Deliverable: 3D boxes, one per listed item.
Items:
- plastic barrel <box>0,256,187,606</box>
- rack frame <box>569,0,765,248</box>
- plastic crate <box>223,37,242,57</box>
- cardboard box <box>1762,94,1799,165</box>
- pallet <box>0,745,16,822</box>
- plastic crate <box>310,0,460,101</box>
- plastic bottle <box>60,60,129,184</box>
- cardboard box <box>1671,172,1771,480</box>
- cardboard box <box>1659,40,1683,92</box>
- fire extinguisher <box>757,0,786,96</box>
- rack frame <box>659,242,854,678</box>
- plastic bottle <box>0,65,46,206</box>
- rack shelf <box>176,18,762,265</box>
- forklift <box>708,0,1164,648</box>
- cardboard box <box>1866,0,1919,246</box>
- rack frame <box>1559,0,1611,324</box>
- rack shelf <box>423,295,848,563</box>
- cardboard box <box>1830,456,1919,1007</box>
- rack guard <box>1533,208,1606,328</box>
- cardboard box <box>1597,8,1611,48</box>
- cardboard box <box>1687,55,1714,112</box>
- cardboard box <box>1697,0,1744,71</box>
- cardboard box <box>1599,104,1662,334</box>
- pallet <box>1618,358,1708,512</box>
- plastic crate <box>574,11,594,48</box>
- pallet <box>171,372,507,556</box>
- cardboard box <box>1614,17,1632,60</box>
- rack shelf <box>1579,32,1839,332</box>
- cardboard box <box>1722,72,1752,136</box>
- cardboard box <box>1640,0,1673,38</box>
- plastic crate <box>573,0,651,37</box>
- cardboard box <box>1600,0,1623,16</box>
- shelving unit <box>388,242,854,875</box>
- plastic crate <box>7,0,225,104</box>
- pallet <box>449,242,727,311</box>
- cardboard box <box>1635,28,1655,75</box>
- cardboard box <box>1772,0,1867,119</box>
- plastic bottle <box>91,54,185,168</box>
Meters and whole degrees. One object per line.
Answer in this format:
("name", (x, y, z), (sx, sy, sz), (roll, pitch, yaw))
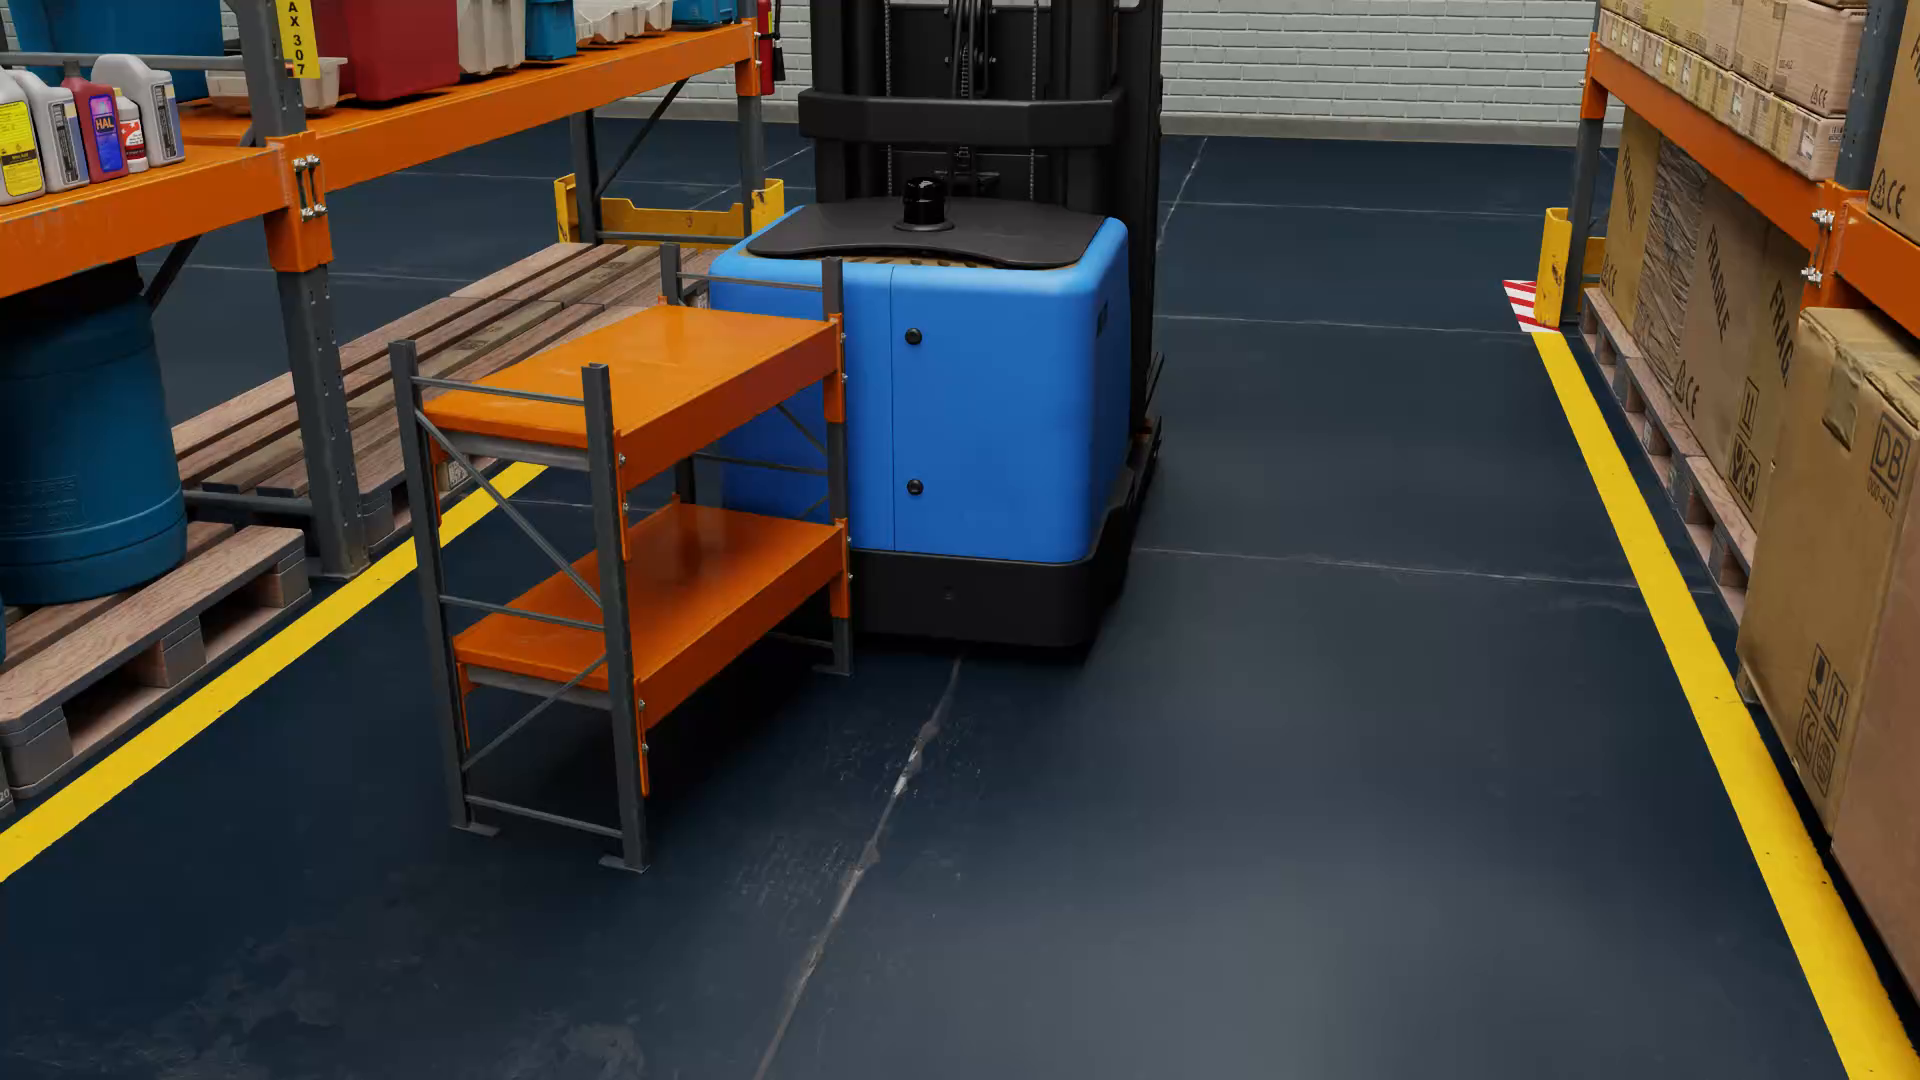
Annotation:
("plastic barrel", (-2.452, -0.347, 4.446), (0.600, 0.901, 0.708), (4, 22, 11))
("rack frame", (-1.508, -2.786, 8.255), (1.000, 3.000, 0.127), (4, 22, 11))
("plastic crate", (-2.359, -1.653, 5.731), (0.437, 0.125, 0.590), (4, 22, 11))
("cardboard box", (2.318, -1.060, 4.306), (0.380, 0.149, 0.250), (5, 22, 12))
("pallet", (-2.769, 0.697, 3.340), (1.003, 0.211, 1.213), (4, 22, 11))
("plastic crate", (-1.897, -1.688, 5.363), (0.402, 0.464, 0.583), (4, 22, 11))
("plastic bottle", (-2.091, -1.012, 4.007), (0.061, 0.283, 0.133), (4, 22, 11))
("cardboard box", (2.921, -0.719, 5.406), (0.875, 0.875, 0.875), (4, 22, 11))
("cardboard box", (2.633, -1.624, 5.708), (0.380, 0.149, 0.250), (4, 22, 10))
("fire extinguisher", (-1.032, -2.597, 8.390), (0.296, 0.674, 0.183), (4, 22, 11))
("rack frame", (-0.523, -0.195, 4.332), (0.500, 1.125, 0.032), (9, 24, 21))
("plastic bottle", (-2.191, -0.939, 3.736), (0.144, 0.351, 0.185), (4, 22, 11))
("rack shelf", (-1.916, -1.721, 6.574), (1.077, 0.370, 4.000), (4, 22, 11))
("forklift", (0.126, -1.590, 5.379), (1.130, 2.935, 3.031), (4, 22, 11))
("cardboard box", (2.186, -0.843, 3.297), (0.500, 0.500, 0.500), (5, 22, 11))
("rack frame", (3.341, -2.408, 7.318), (1.000, 3.000, 0.127), (4, 22, 11))
("rack shelf", (-0.715, -0.291, 3.786), (0.538, 0.278, 1.000), (9, 24, 21))
("cardboard box", (2.232, 0.408, 2.608), (1.225, 0.875, 0.875), (4, 22, 9))
("rack guard", (3.346, -1.257, 7.807), (1.175, 0.500, 0.348), (4, 22, 11))
("cardboard box", (2.945, -2.187, 7.105), (0.380, 0.149, 0.250), (5, 22, 12))
("cardboard box", (2.528, -1.435, 5.238), (0.380, 0.149, 0.250), (4, 22, 10))
("cardboard box", (2.565, -1.571, 5.043), (0.500, 0.250, 0.500), (5, 22, 12))
("cardboard box", (3.288, -1.377, 7.040), (0.875, 0.875, 0.875), (4, 22, 11))
("pallet", (3.003, -0.371, 5.993), (1.003, 0.211, 1.213), (4, 22, 11))
("plastic crate", (-1.646, -2.061, 6.728), (0.298, 0.136, 0.250), (4, 22, 11))
("pallet", (-2.212, -0.301, 5.819), (1.003, 0.211, 1.213), (4, 22, 11))
("cardboard box", (2.842, -1.999, 6.639), (0.380, 0.149, 0.250), (4, 22, 10))
("rack shelf", (2.933, -1.343, 5.636), (1.077, 0.370, 4.000), (4, 22, 11))
("cardboard box", (2.423, -1.247, 4.772), (0.380, 0.149, 0.250), (5, 22, 12))
("cardboard box", (2.773, -1.948, 5.977), (0.500, 0.250, 0.500), (4, 22, 9))
("plastic crate", (-1.570, -2.274, 7.258), (0.396, 0.136, 0.243), (4, 22, 11))
("cardboard box", (2.978, -2.322, 6.906), (0.500, 0.250, 0.500), (4, 22, 9))
("shelving unit", (-0.715, -0.019, 3.896), (0.538, 1.125, 1.048), (9, 24, 21))
("plastic crate", (-2.563, -1.540, 5.103), (0.392, 0.384, 0.575), (4, 22, 11))
("pallet", (-1.714, -1.194, 8.035), (1.003, 0.211, 1.213), (4, 22, 11))
("cardboard box", (2.737, -1.811, 6.171), (0.380, 0.149, 0.250), (4, 22, 10))
("cardboard box", (2.358, -1.195, 4.109), (0.500, 0.250, 0.500), (4, 22, 10))
("plastic bottle", (-2.088, -1.097, 4.227), (0.152, 0.276, 0.135), (4, 22, 11))
